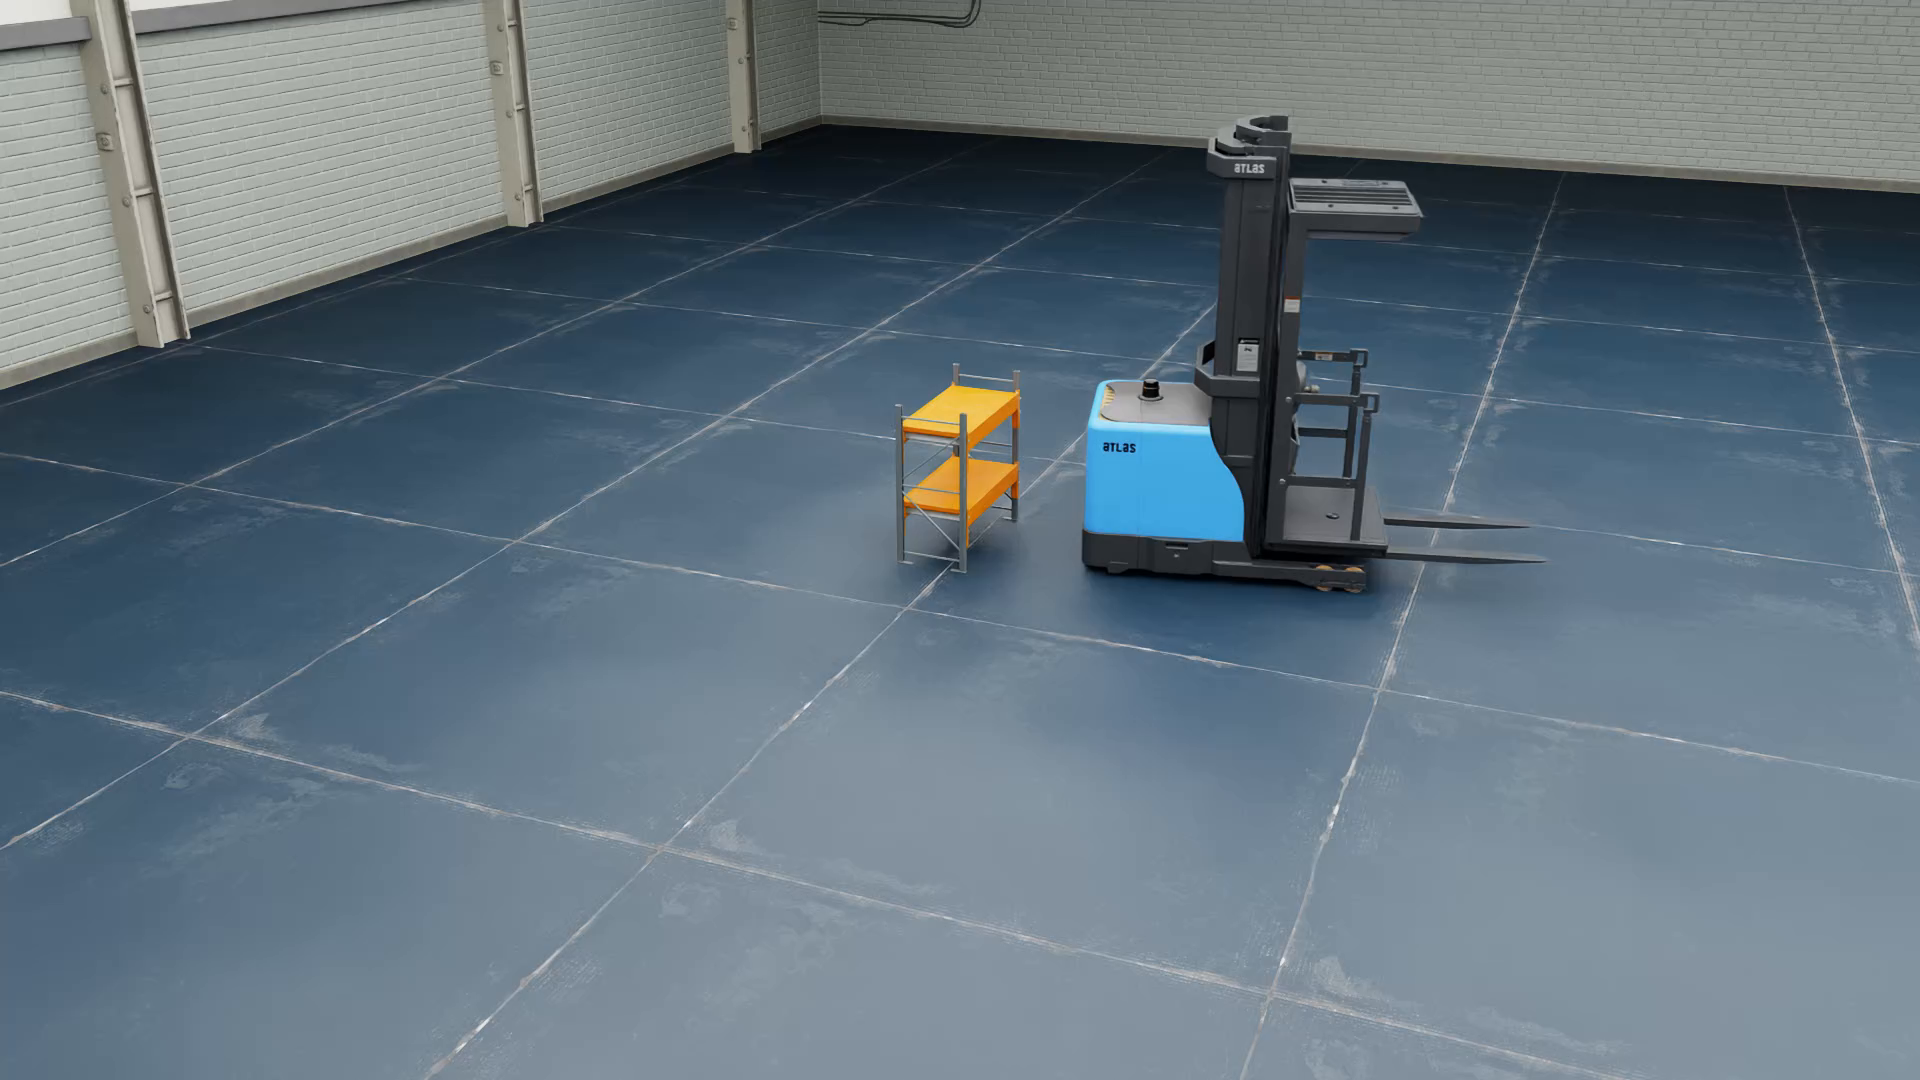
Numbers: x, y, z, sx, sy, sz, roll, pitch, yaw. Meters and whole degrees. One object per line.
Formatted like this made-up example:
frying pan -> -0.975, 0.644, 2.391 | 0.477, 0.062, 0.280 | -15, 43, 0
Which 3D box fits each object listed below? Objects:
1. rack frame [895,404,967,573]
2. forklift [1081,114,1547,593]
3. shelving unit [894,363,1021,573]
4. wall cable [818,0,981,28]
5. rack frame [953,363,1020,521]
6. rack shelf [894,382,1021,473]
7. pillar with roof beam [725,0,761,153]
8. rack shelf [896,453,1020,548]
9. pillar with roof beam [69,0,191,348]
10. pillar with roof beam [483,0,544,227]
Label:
rack frame -> -0.191, -0.335, 11.092 | 0.500, 1.125, 0.032 | 9, 24, 20
forklift -> 2.383, -1.226, 10.881 | 3.031, 2.935, 1.130 | 3, 23, 8
shelving unit -> -0.003, -0.517, 11.527 | 0.538, 1.125, 1.048 | 9, 24, 20
wall cable -> -1.100, -9.846, 27.675 | 3.097, 2.526, 0.112 | 9, 24, 20
rack frame -> 0.186, -0.699, 11.963 | 0.500, 1.125, 0.032 | 9, 24, 20
rack shelf -> -0.003, -0.787, 11.415 | 0.538, 0.278, 1.000 | 9, 24, 20
pillar with roof beam -> 0.575, -9.797, 23.530 | 9.100, 9.000, 0.400 | 9, 24, 20
rack shelf -> -0.003, -0.291, 11.622 | 0.538, 0.278, 1.000 | 9, 24, 20
pillar with roof beam -> -3.882, -5.503, 13.250 | 9.100, 9.000, 0.400 | 9, 24, 20
pillar with roof beam -> -1.654, -7.650, 18.390 | 9.100, 9.000, 0.400 | 9, 24, 20
